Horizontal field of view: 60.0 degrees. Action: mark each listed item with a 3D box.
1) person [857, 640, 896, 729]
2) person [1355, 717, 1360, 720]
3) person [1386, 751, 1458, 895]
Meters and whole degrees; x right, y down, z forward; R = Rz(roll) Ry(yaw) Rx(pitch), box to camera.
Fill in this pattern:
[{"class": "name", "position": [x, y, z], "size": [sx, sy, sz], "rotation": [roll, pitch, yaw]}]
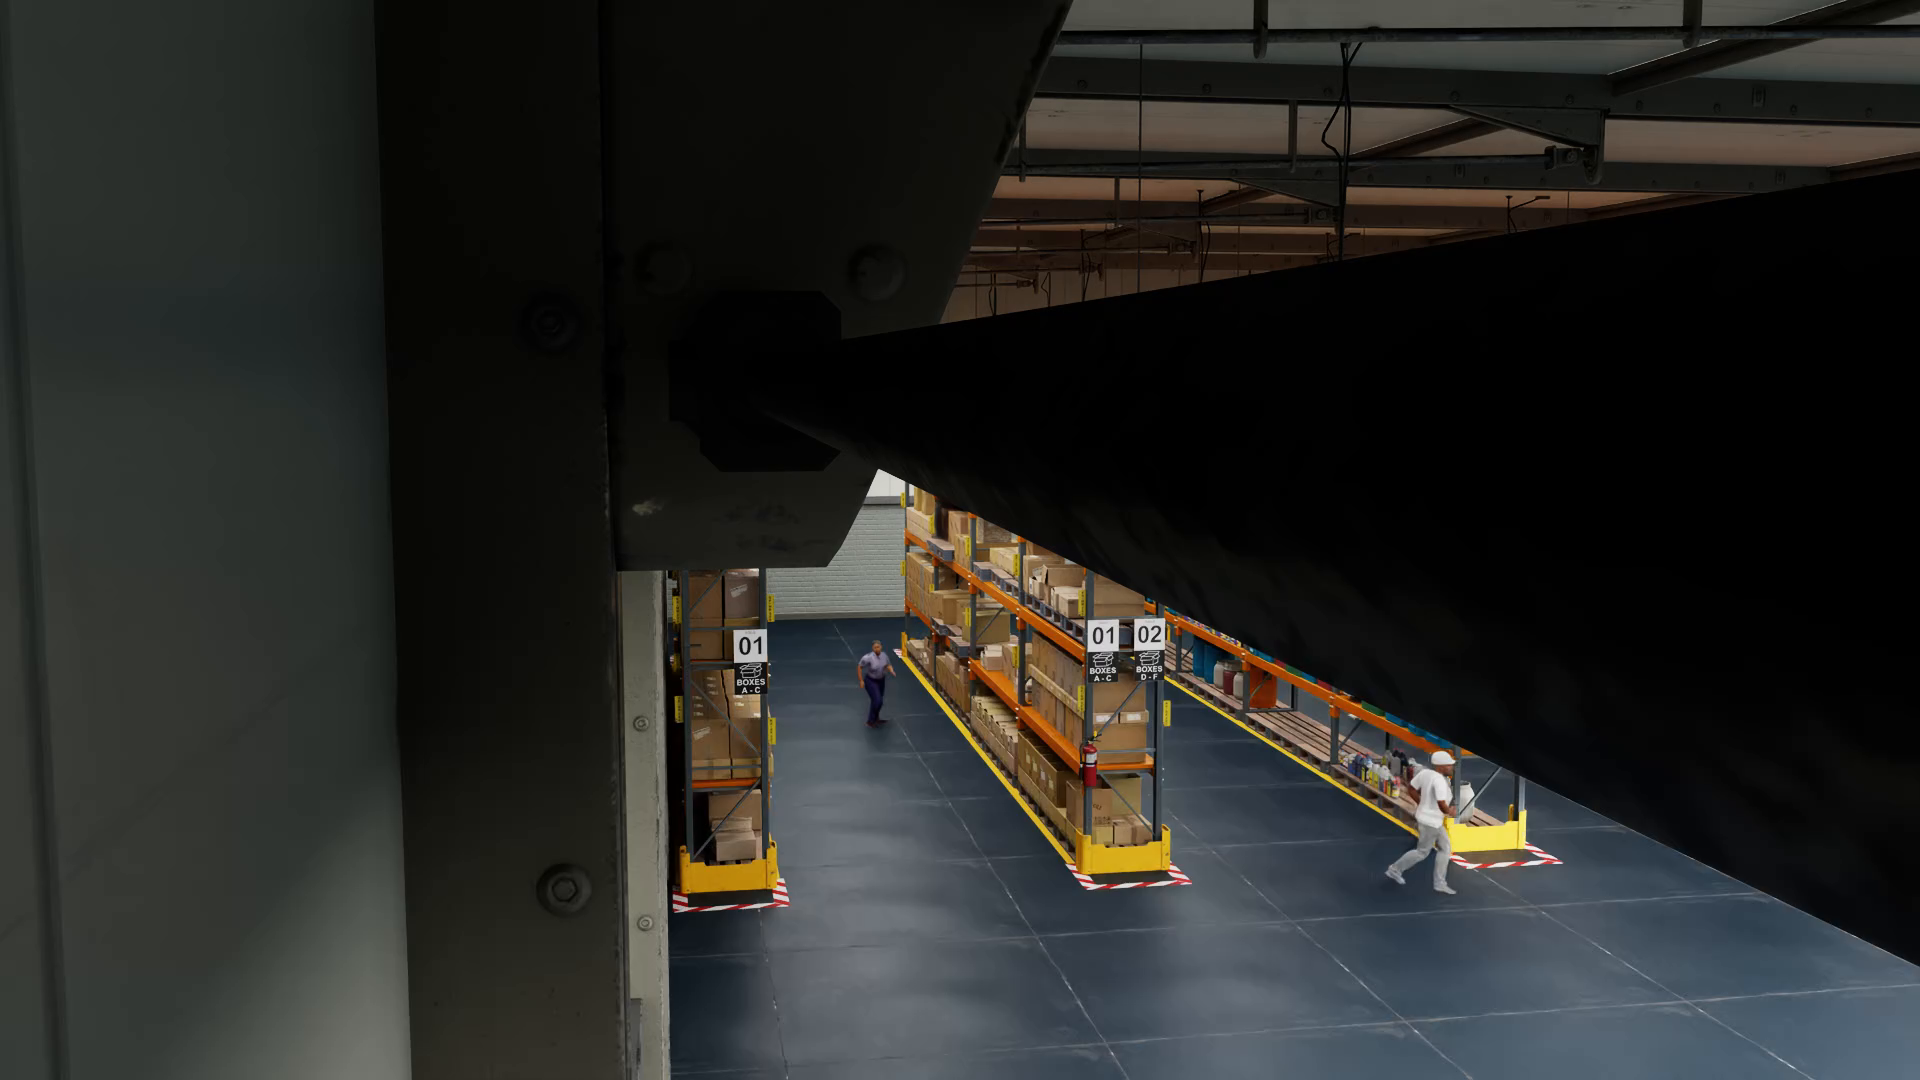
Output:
[{"class": "person", "position": [-1.440, 2.552, 29.338], "size": [0.781, 1.610, 0.623], "rotation": [5, 8, 39]}, {"class": "person", "position": [7.380, 2.455, 29.512], "size": [0.612, 1.661, 0.628], "rotation": [0, 6, 0]}, {"class": "person", "position": [5.565, 3.397, 19.971], "size": [0.835, 1.748, 0.651], "rotation": [1, 6, 9]}]
